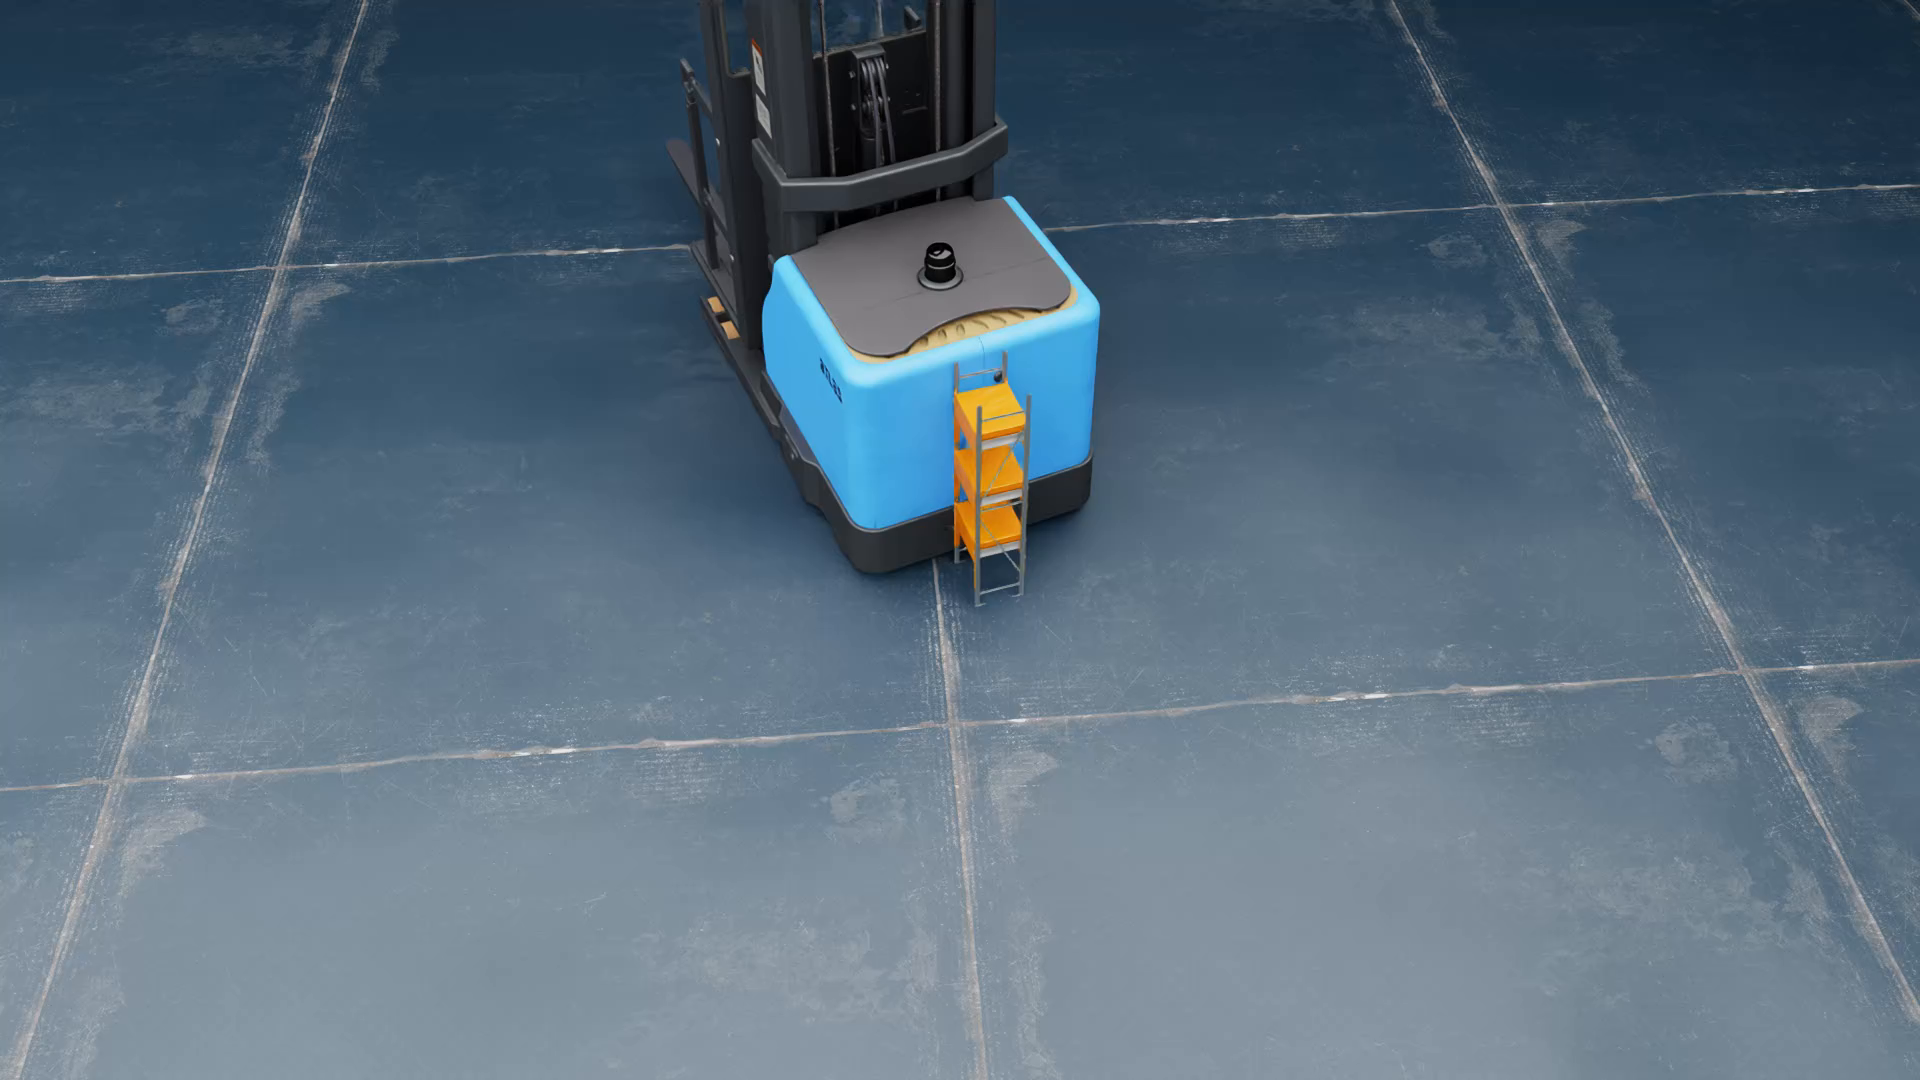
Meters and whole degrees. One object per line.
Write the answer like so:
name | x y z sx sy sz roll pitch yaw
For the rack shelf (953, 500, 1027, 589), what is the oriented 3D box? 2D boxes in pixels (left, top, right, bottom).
rack shelf | 0.114 -0.007 6.431 0.215 0.259 0.240 -14 48 -13

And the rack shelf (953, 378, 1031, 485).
rack shelf | 0.114 -0.394 6.024 0.215 0.259 0.240 -14 48 -13

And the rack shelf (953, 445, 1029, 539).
rack shelf | 0.114 -0.199 6.230 0.215 0.259 0.240 -14 48 -13

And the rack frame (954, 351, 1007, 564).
rack frame | 0.074 -0.290 6.301 0.200 1.050 0.008 -14 48 -13

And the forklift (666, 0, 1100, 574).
forklift | -0.538 -1.958 6.585 1.130 2.935 3.031 -18 49 -17

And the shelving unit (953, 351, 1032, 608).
shelving unit | 0.114 -0.206 6.222 0.215 1.050 0.252 -14 48 -13

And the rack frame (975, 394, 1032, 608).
rack frame | 0.153 -0.122 6.143 0.200 1.050 0.008 -14 48 -13
